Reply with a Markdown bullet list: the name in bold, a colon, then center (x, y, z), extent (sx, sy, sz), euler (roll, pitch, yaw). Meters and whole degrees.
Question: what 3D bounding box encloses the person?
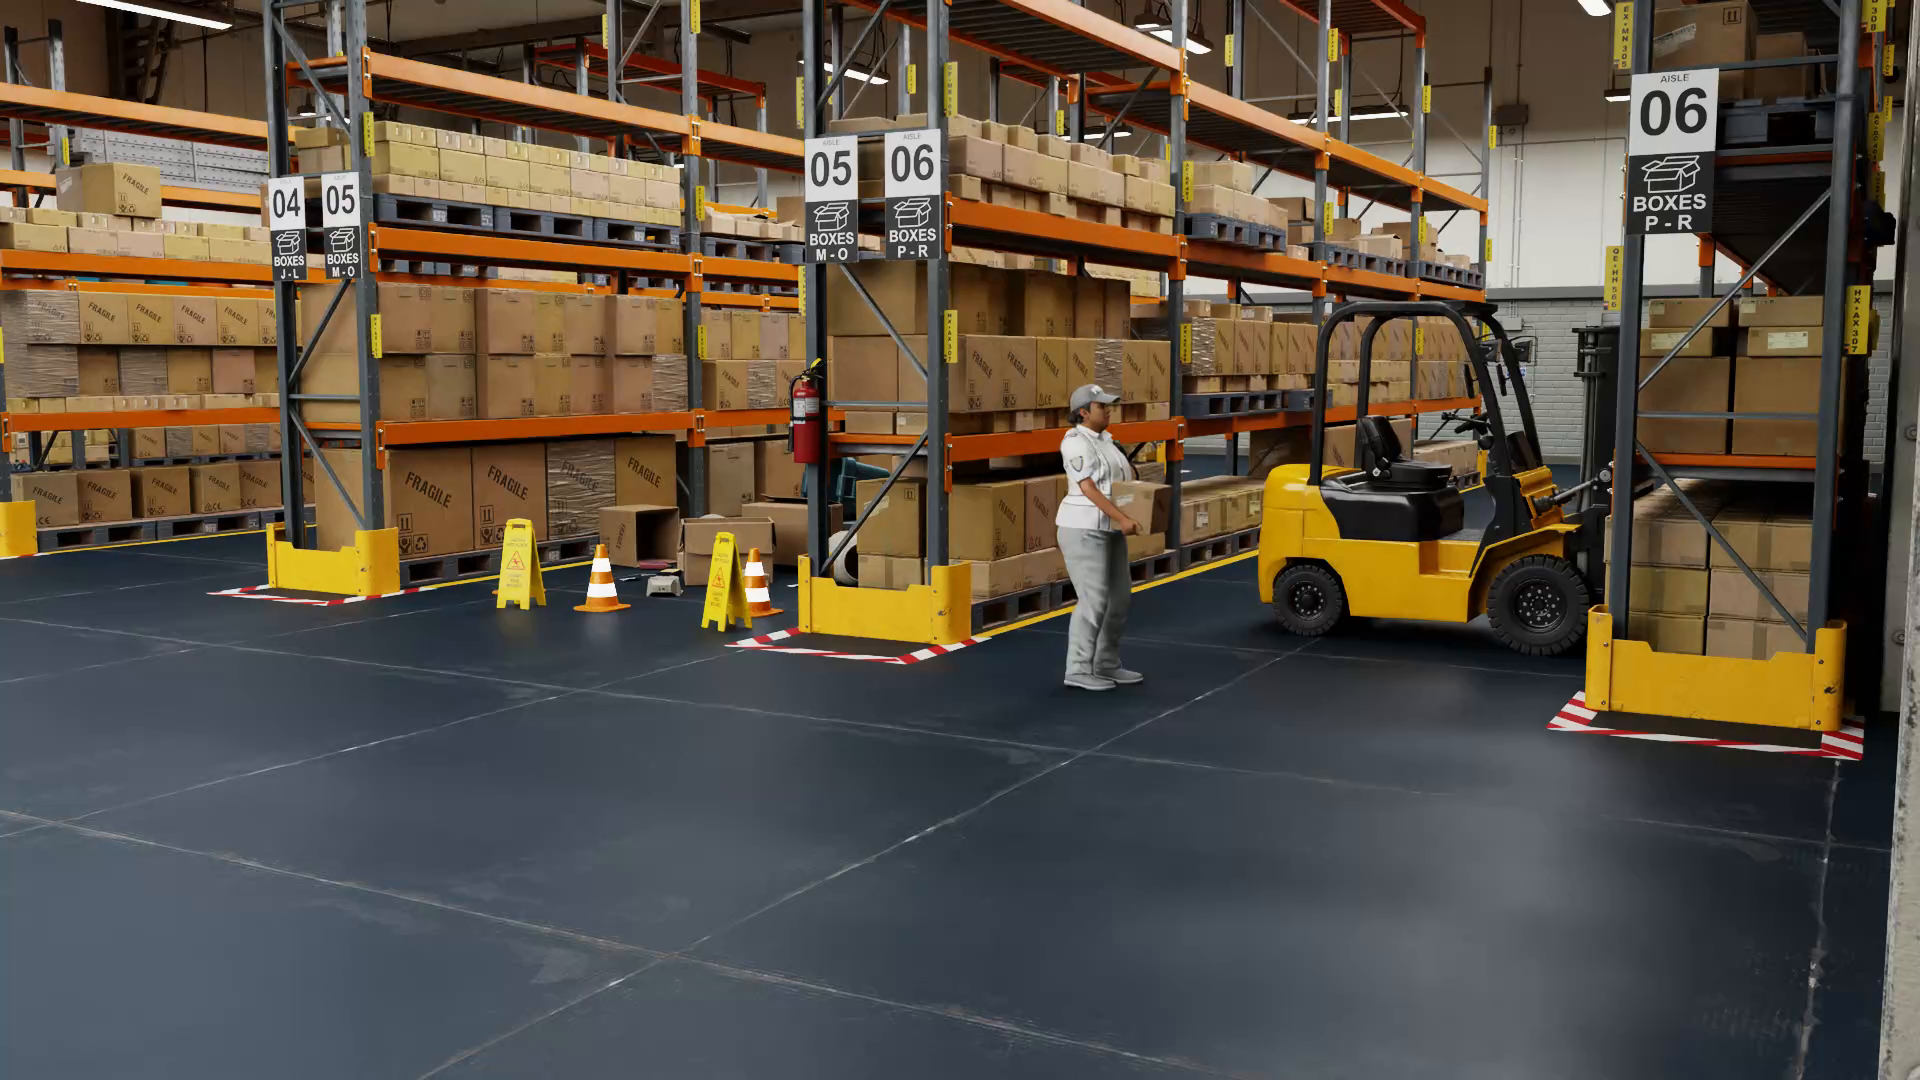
- **person**: center (0.809, -0.023, 9.119), extent (0.534, 1.653, 0.453), euler (3, 7, 29)
